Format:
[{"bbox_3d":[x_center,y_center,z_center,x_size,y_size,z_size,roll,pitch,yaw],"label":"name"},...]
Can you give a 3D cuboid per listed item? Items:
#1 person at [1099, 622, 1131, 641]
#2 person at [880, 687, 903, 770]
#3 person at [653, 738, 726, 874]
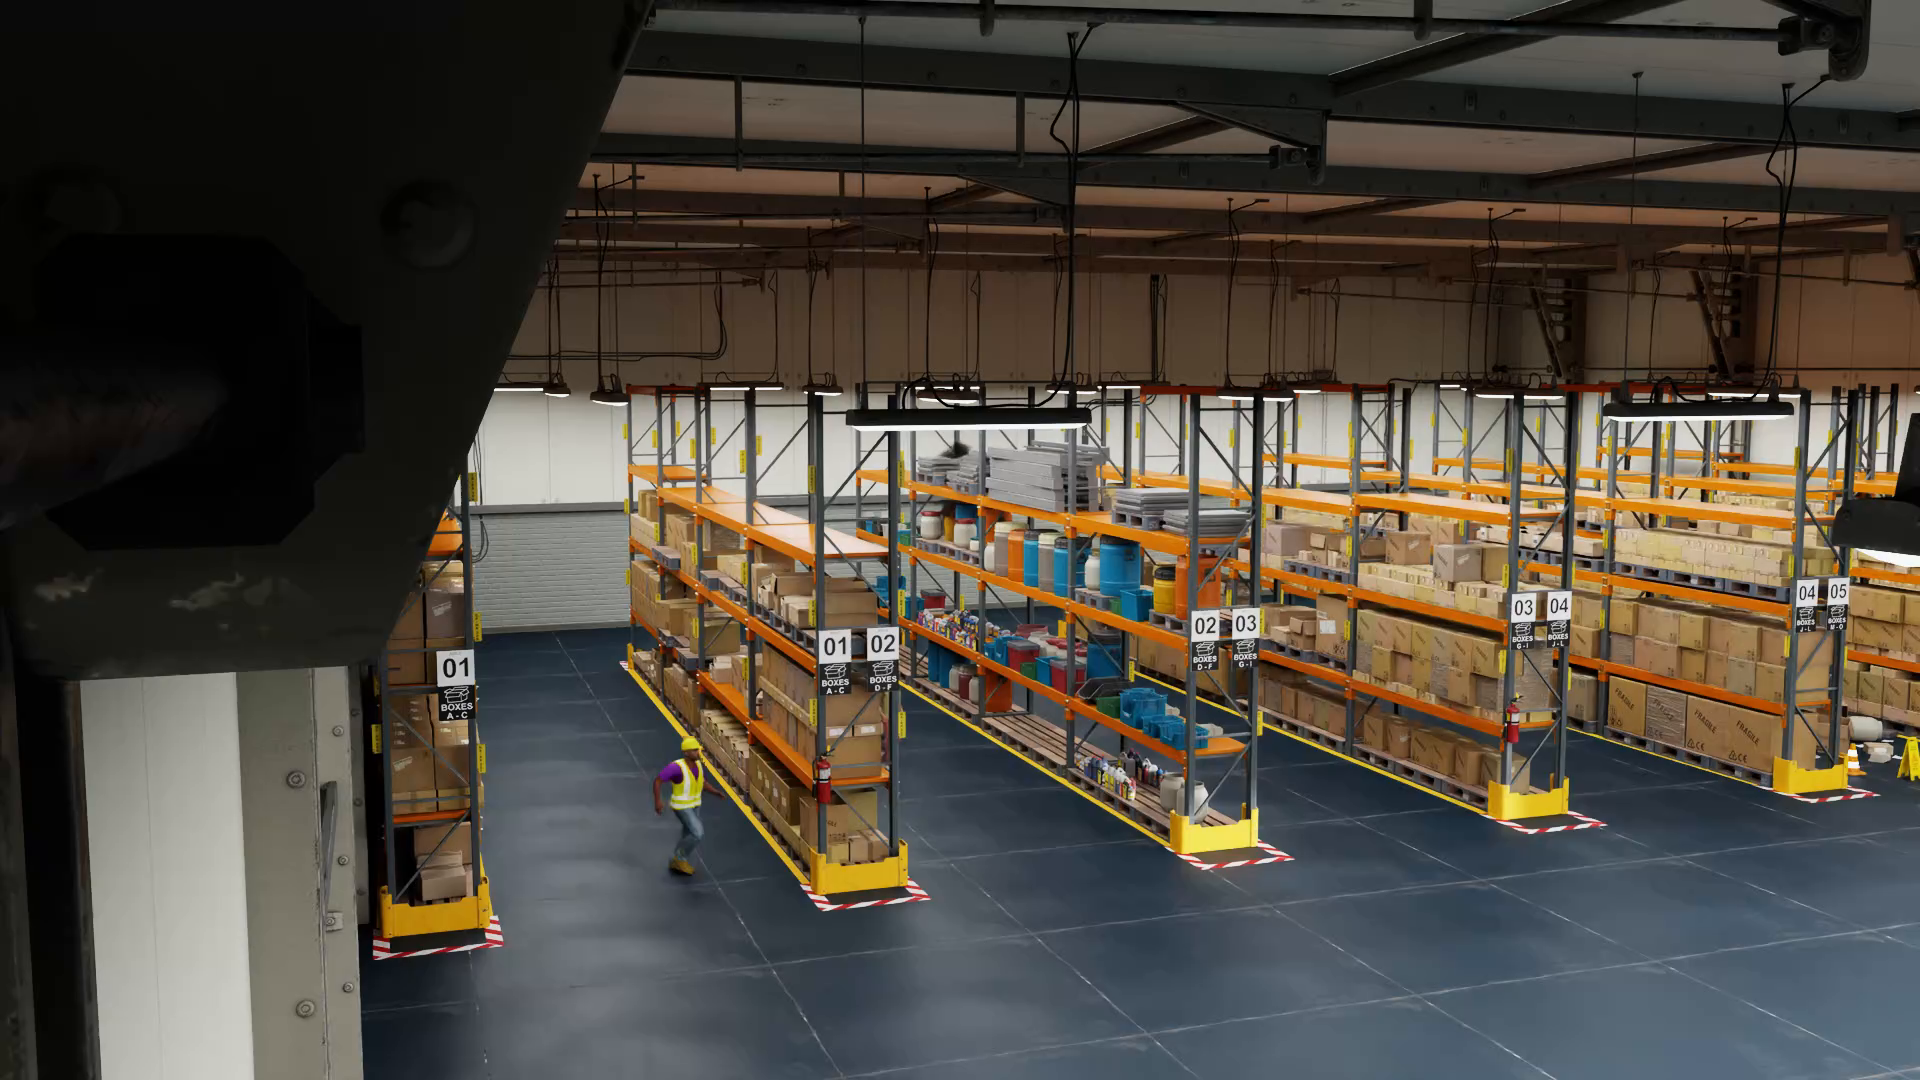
[{"bbox_3d":[3.122,2.041,33.406,0.726,1.734,0.721,-3,7,-28],"label":"person"},{"bbox_3d":[-1.159,2.824,26.331,0.580,1.609,0.557,-5,8,-42],"label":"person"},{"bbox_3d":[-3.385,3.324,20.748,0.784,1.706,0.727,3,7,29],"label":"person"}]
